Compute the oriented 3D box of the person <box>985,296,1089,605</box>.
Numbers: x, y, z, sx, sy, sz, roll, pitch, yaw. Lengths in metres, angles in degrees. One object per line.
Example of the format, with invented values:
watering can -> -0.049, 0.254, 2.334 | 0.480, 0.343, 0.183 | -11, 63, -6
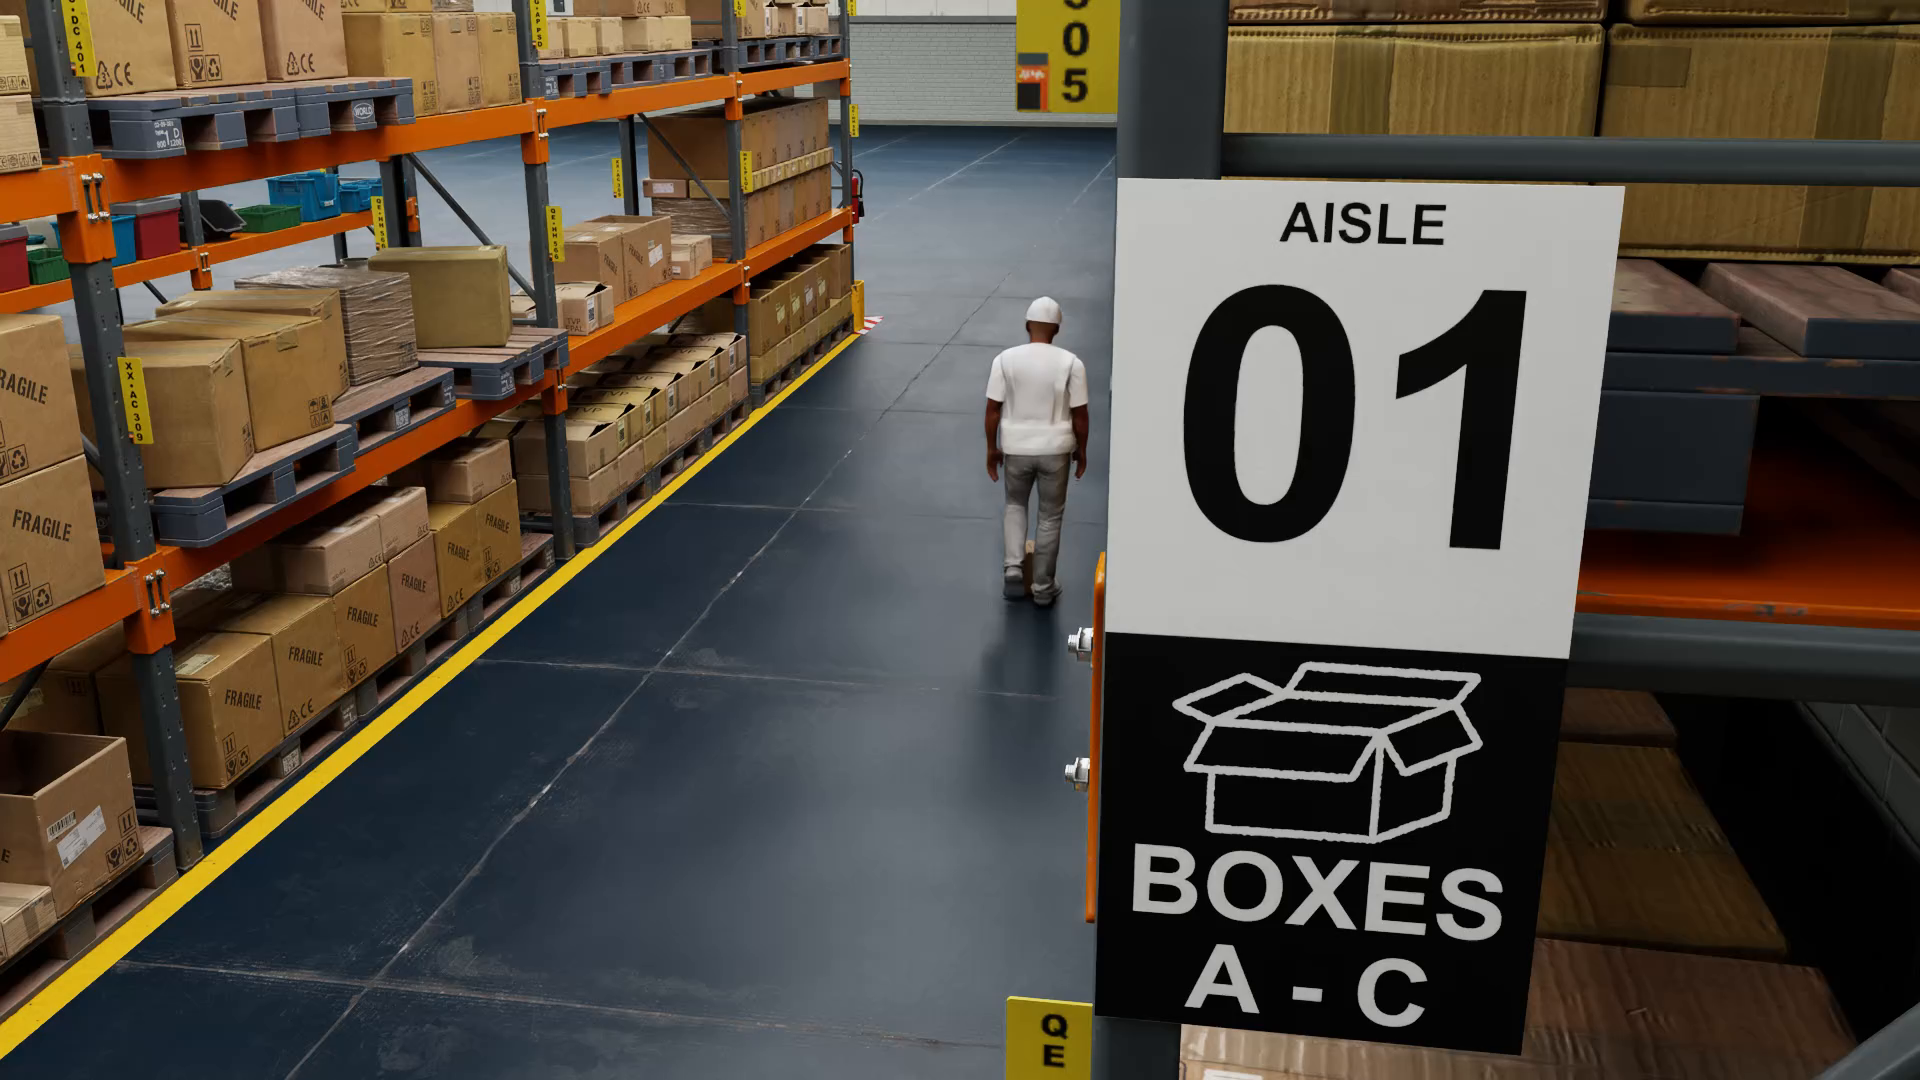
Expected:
person -> 0.441, -0.499, 9.537 | 0.585, 1.779, 0.463 | 4, 18, 12
